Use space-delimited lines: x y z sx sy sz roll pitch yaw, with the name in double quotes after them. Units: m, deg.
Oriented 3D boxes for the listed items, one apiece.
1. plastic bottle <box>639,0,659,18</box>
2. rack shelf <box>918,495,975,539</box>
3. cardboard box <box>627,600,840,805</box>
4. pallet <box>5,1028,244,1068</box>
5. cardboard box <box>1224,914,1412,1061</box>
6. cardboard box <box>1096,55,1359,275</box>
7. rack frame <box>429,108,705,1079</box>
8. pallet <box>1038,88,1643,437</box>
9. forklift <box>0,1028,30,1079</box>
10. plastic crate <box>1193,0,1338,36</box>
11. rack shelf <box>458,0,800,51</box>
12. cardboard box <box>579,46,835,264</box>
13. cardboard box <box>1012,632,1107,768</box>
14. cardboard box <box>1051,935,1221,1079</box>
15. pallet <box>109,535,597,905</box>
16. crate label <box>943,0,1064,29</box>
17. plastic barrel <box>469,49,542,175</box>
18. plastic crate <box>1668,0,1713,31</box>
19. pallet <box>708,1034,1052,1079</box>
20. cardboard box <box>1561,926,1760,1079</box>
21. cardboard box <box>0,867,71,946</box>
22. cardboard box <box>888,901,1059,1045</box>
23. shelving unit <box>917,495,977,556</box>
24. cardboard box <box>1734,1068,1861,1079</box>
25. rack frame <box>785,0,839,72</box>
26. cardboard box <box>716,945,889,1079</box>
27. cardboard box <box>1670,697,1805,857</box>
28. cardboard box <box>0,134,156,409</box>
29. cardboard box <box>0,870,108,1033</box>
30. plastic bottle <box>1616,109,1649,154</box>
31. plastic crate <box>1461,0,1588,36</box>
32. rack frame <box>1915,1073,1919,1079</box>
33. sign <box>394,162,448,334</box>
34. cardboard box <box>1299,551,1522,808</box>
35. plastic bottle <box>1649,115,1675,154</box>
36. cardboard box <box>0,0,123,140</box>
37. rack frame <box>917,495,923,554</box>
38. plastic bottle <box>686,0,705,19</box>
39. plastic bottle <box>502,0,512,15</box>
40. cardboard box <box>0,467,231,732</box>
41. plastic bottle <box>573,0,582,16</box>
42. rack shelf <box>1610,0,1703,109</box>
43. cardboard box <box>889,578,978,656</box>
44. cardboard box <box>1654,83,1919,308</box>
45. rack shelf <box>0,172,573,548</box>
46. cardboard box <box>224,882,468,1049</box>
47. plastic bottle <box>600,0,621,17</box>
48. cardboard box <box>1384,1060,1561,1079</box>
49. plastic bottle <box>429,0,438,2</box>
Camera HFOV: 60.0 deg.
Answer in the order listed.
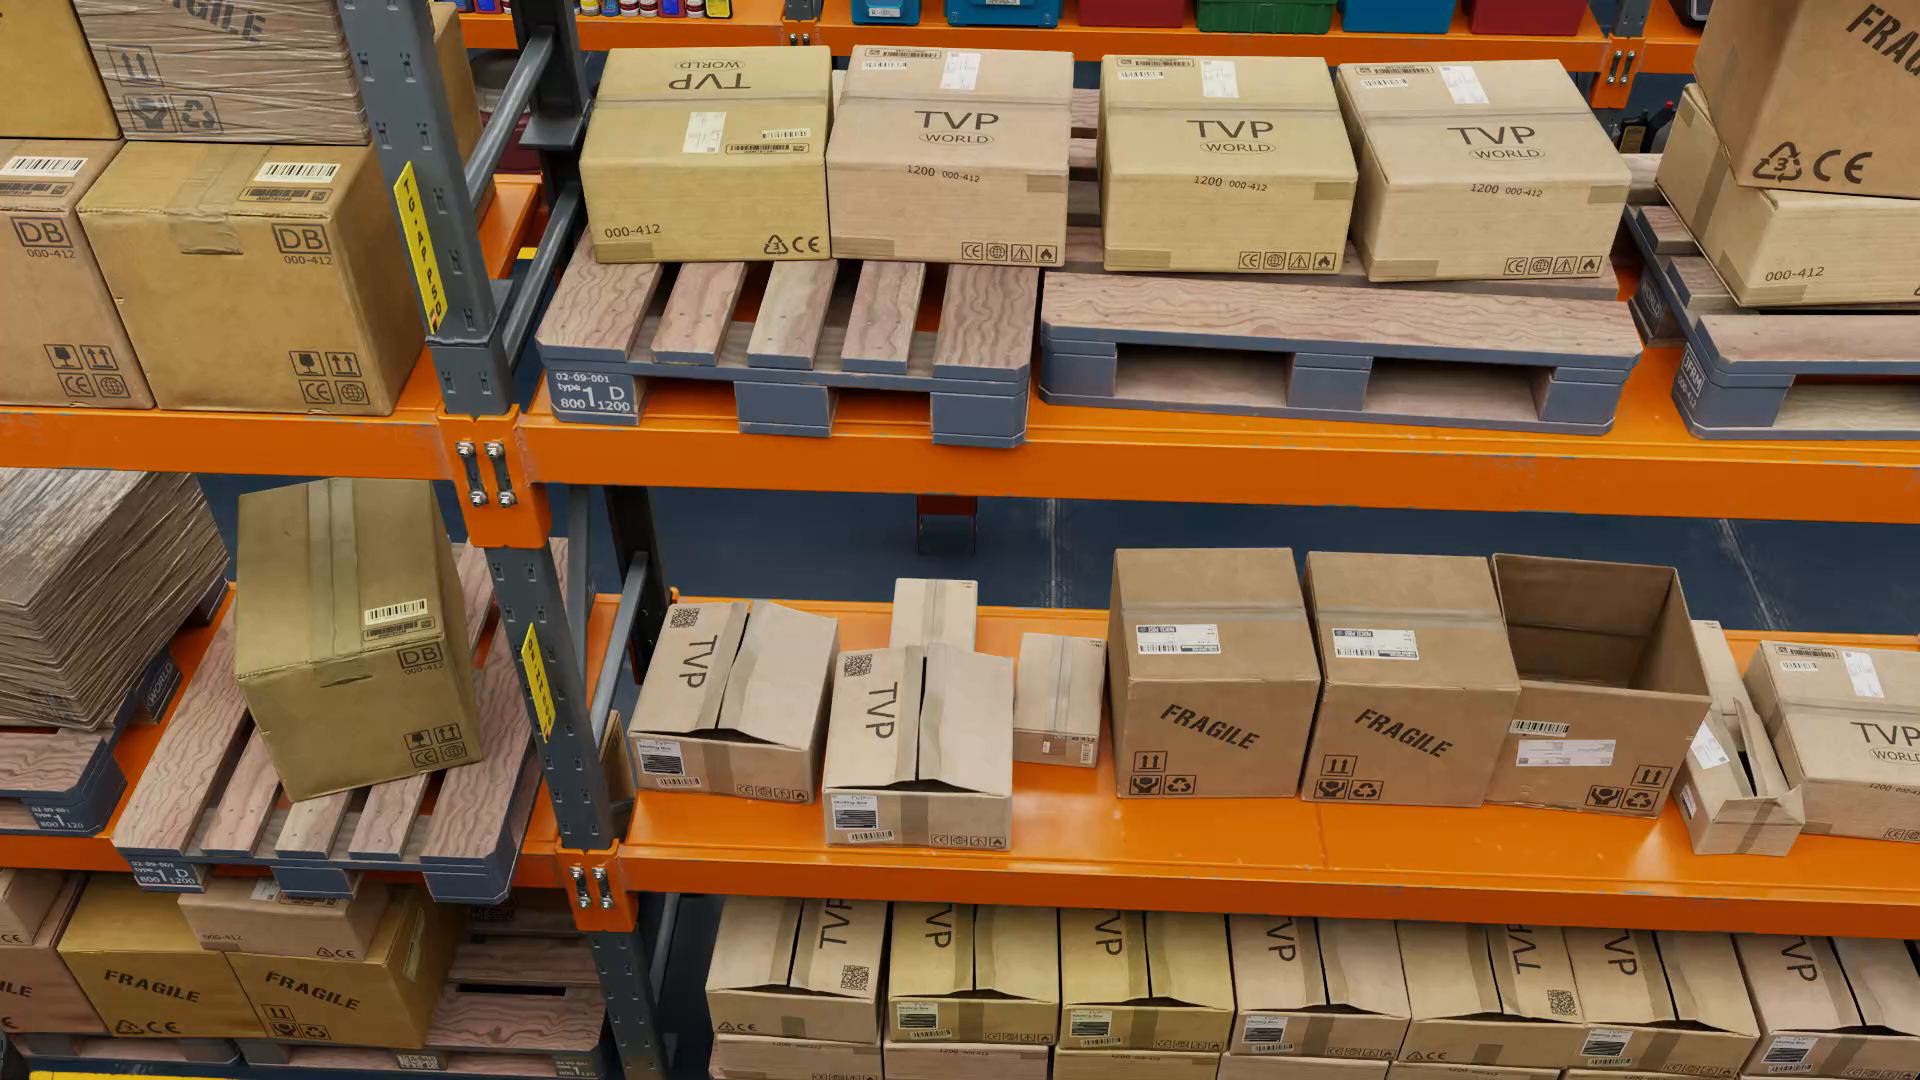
-1.532 -2.677 8.154 0.097 0.201 0.097 0 43 0 "plastic bottle"
-0.053 -0.175 7.176 0.240 0.259 0.215 2 43 2 "rack shelf"
-0.629 0.442 4.726 0.500 0.311 0.500 4 43 5 "cardboard box"
-2.950 1.301 5.784 1.213 0.211 1.003 2 43 2 "pallet"
1.068 1.275 5.064 0.500 0.311 0.500 1 43 1 "cardboard box"
0.561 -0.823 3.620 0.500 0.250 0.500 1 43 1 "cardboard box"
-0.990 0.368 4.739 0.127 3.000 1.000 2 43 2 "rack frame"
0.809 -0.668 3.790 1.213 0.211 1.003 4 43 4 "pallet"
-2.067 1.927 3.117 3.031 2.935 1.130 1 43 1 "forklift"
1.480 -2.665 8.152 0.662 0.188 0.450 2 43 2 "plastic crate"
-2.761 -2.803 8.671 4.000 0.370 1.077 2 43 2 "rack shelf"
-0.535 -0.853 3.651 0.500 0.250 0.500 -1 43 -1 "cardboard box"
0.286 0.461 4.824 0.250 0.149 0.380 5 43 5 "cardboard box"
0.541 1.463 5.273 0.500 0.250 0.500 1 43 1 "cardboard box"
-1.671 0.465 4.776 1.003 0.211 1.213 2 43 2 "pallet"
0.217 -2.803 8.118 0.616 0.435 0.502 2 43 2 "crate label"
-2.381 -2.314 9.080 0.708 0.588 0.600 2 43 2 "plastic barrel"
3.750 -2.756 8.139 0.504 0.338 0.767 2 43 2 "plastic crate"
-0.170 1.440 5.634 1.213 0.211 1.003 2 43 2 "pallet"
2.068 1.309 5.027 0.500 0.311 0.500 3 43 3 "cardboard box"
-3.014 0.951 5.075 0.500 0.250 0.500 1 43 1 "cardboard box"
0.045 1.242 5.099 0.500 0.311 0.500 1 43 1 "cardboard box"
-0.053 -0.386 6.979 0.252 1.050 0.215 2 43 2 "shelving unit"
2.578 1.528 5.204 0.500 0.250 0.500 1 43 1 "cardboard box"
-0.763 -3.005 8.360 0.127 3.000 1.000 2 43 2 "rack frame"
-0.480 1.437 5.302 0.500 0.250 0.500 2 43 2 "cardboard box"
2.119 0.638 4.548 0.258 0.266 0.396 1 43 1 "cardboard box"
-1.937 -0.772 3.690 0.500 0.500 0.910 2 43 2 "cardboard box"
-2.977 1.225 5.331 0.500 0.500 0.500 0 43 0 "cardboard box"
3.728 -2.259 9.229 0.133 0.283 0.061 4 43 4 "plastic bottle"
2.735 -2.712 7.999 0.583 0.464 0.402 2 43 2 "plastic crate"
3.006 0.491 4.608 0.127 3.000 1.000 2 43 2 "rack frame"
-1.017 -0.549 3.144 0.005 0.325 0.100 2 43 2 "sign"
1.213 0.388 4.645 0.500 0.500 0.500 2 43 2 "cardboard box"
3.882 -2.152 9.065 0.185 0.351 0.144 2 43 2 "plastic bottle"
-1.935 -1.165 3.378 0.500 0.500 0.500 2 43 2 "cardboard box"
-0.175 -0.390 6.983 0.008 1.050 0.200 2 43 2 "rack frame"
-1.301 -2.670 8.146 0.097 0.201 0.097 0 43 0 "plastic bottle"
-2.213 -2.698 8.176 0.097 0.201 0.097 0 43 0 "plastic bottle"
-2.530 0.077 4.670 0.500 0.500 0.700 9 44 10 "cardboard box"
-1.921 -2.714 8.143 0.097 0.271 0.097 0 43 0 "plastic bottle"
5.230 -2.557 8.408 4.000 0.370 1.077 2 43 2 "rack shelf"
-0.079 0.300 4.997 0.250 0.149 0.380 2 43 2 "cardboard box"
1.842 -0.746 3.537 0.500 0.250 0.500 -2 43 -2 "cardboard box"
-2.988 -0.527 4.028 4.000 0.370 1.077 2 43 2 "rack shelf"
-1.935 1.253 5.301 0.500 0.500 0.500 3 43 4 "cardboard box"
-1.726 -2.708 8.137 0.097 0.271 0.097 0 43 0 "plastic bottle"
1.562 1.496 5.238 0.500 0.250 0.500 3 43 3 "cardboard box"
-2.647 -2.729 8.149 0.133 0.283 0.061 2 43 2 "plastic bottle"
